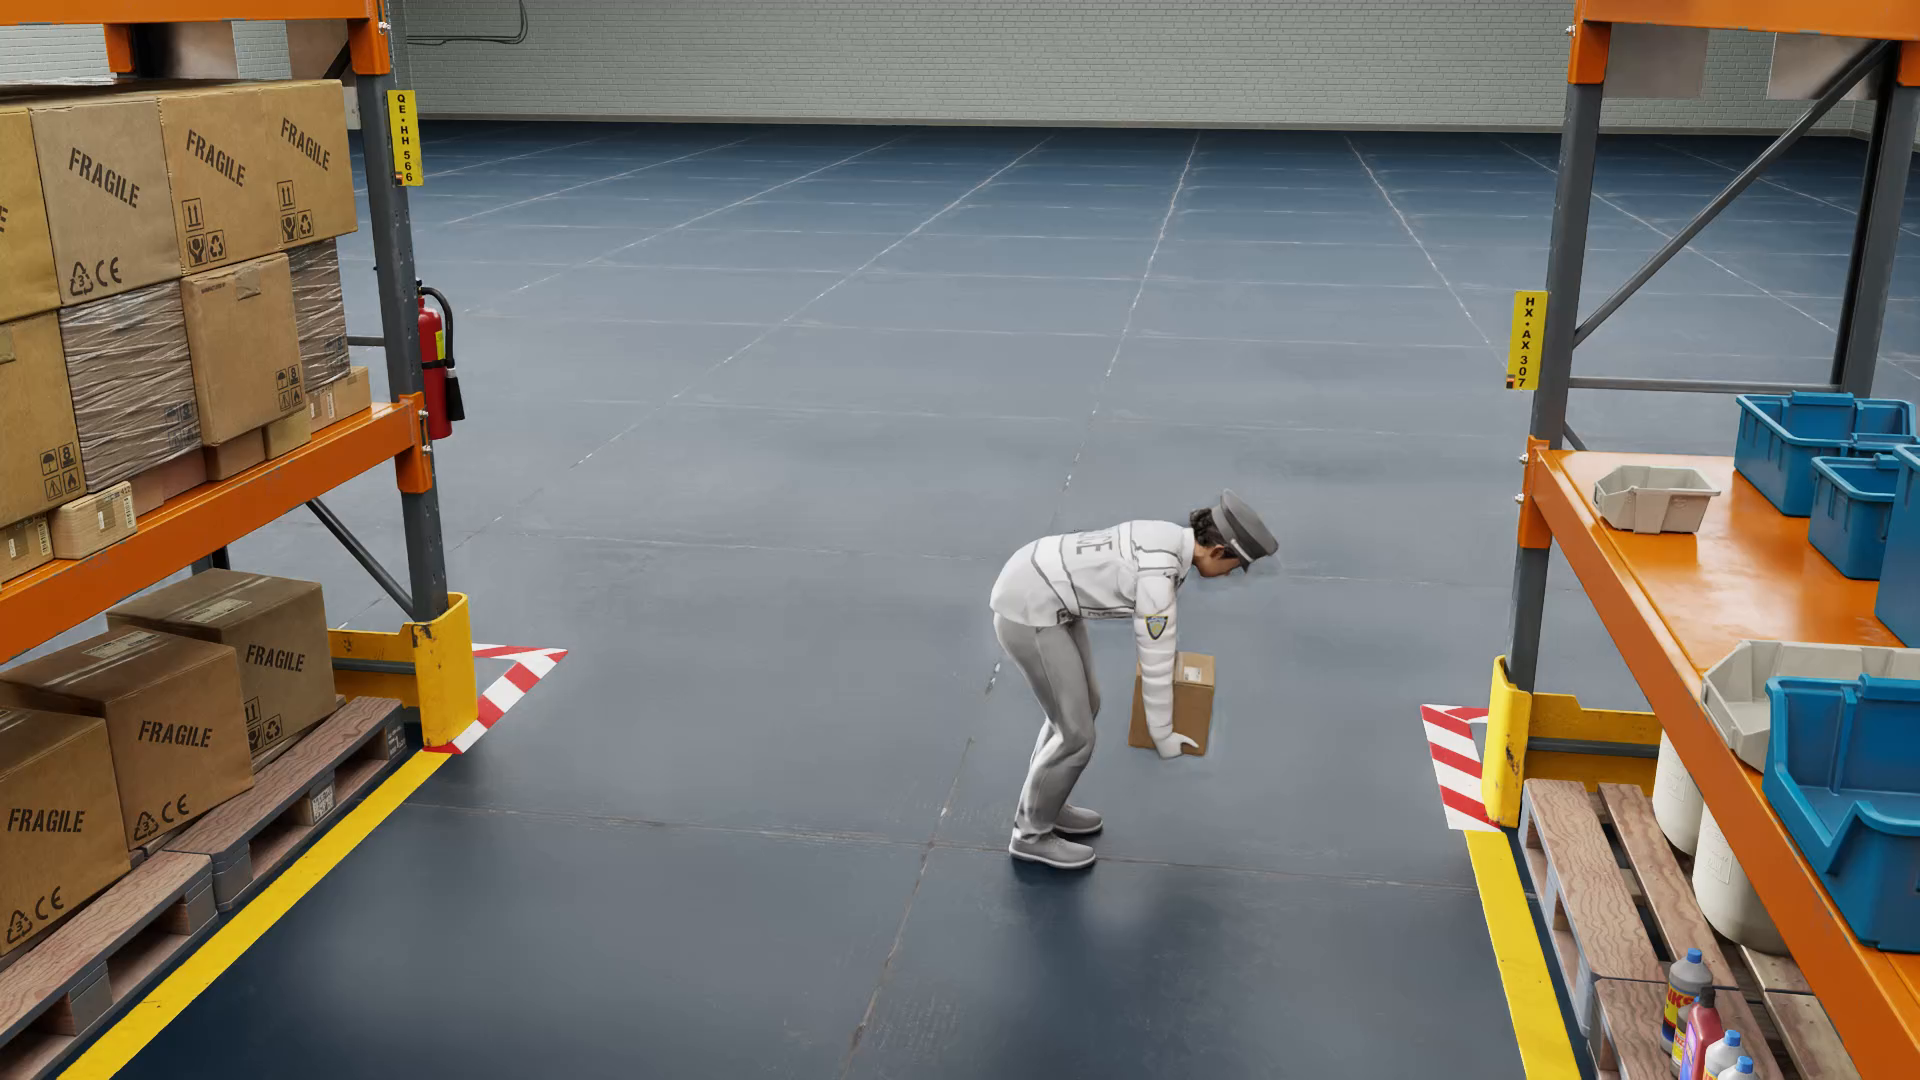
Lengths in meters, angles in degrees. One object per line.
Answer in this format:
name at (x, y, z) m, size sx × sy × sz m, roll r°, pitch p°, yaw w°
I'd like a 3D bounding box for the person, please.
person at (0.553, 0.436, 5.392) m, size 0.898 × 1.251 × 0.400 m, roll 2°, pitch 18°, yaw 7°
